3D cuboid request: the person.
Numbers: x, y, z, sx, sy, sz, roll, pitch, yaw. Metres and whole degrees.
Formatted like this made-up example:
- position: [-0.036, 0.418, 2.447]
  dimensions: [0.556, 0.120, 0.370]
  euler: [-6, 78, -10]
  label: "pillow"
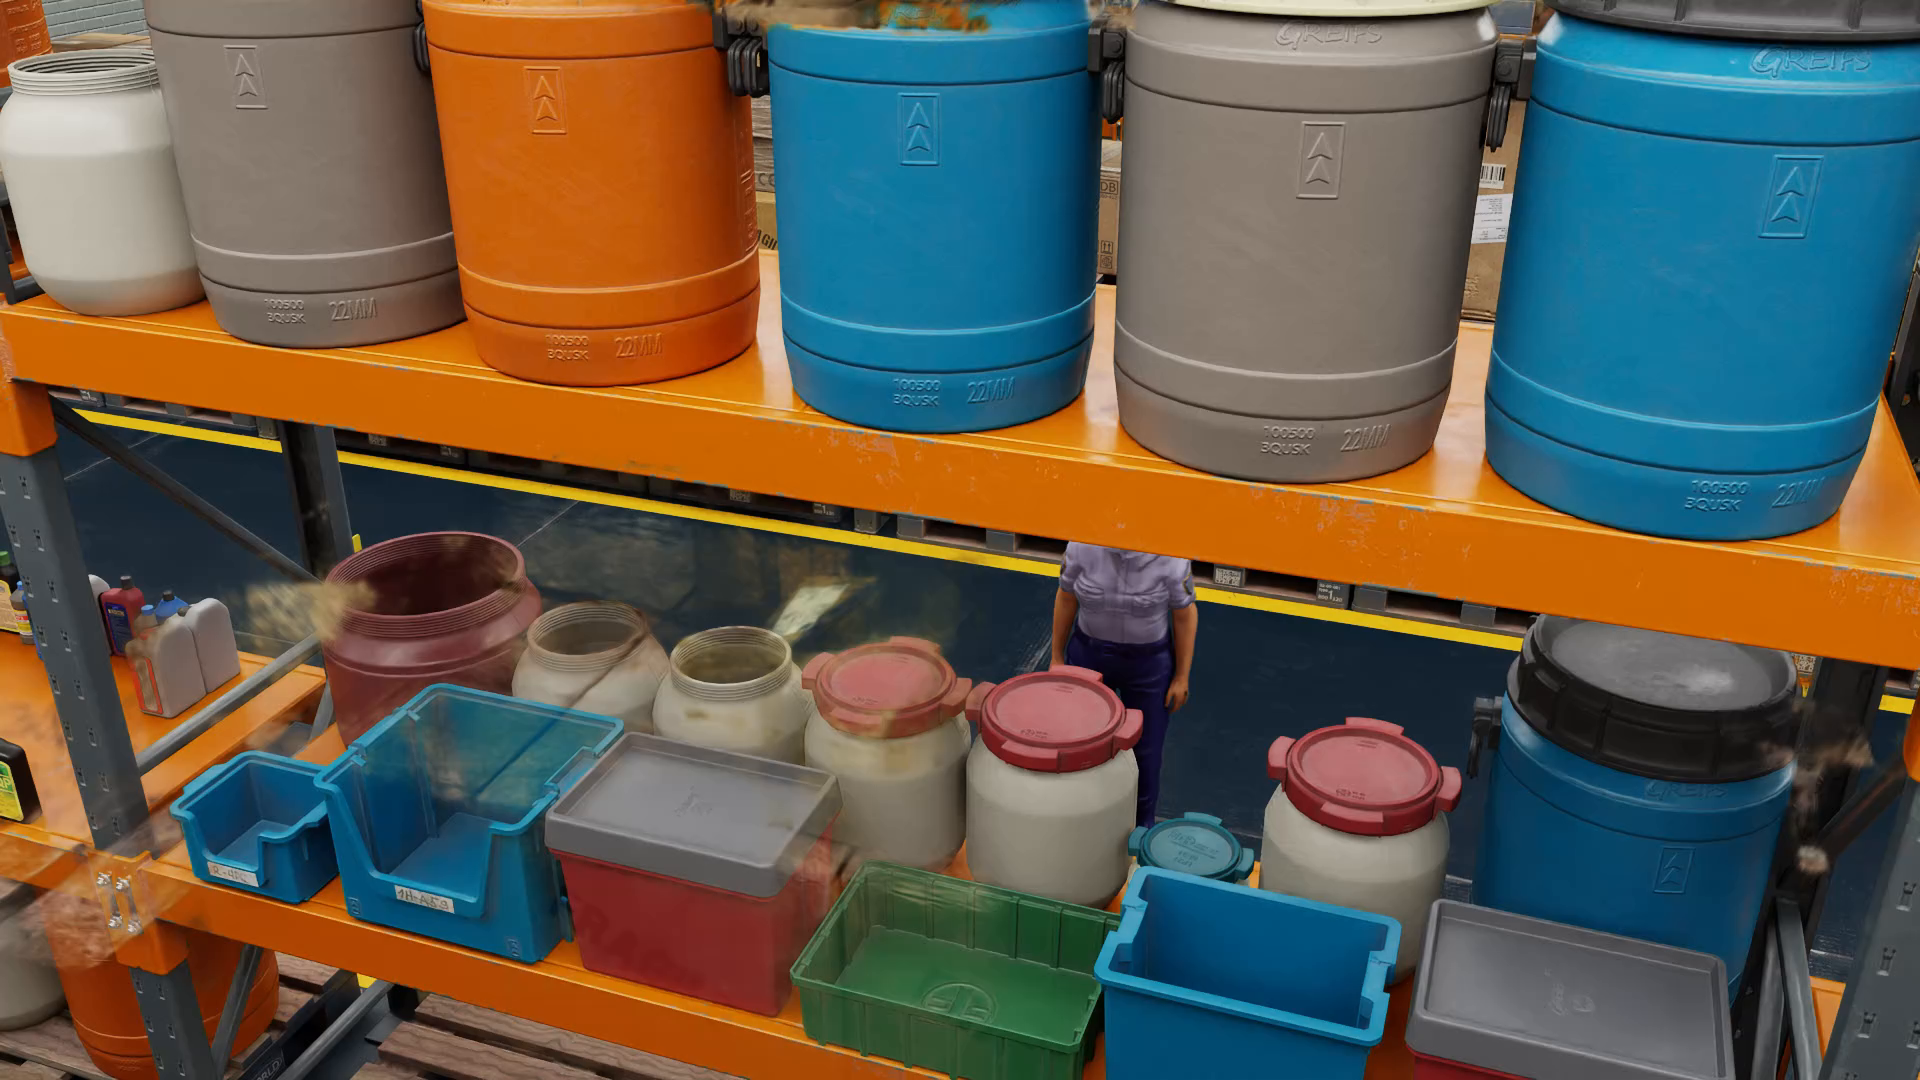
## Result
- position: [0.575, 0.497, 6.126]
  dimensions: [0.547, 1.626, 0.415]
  euler: [8, 27, 17]
  label: "person"
